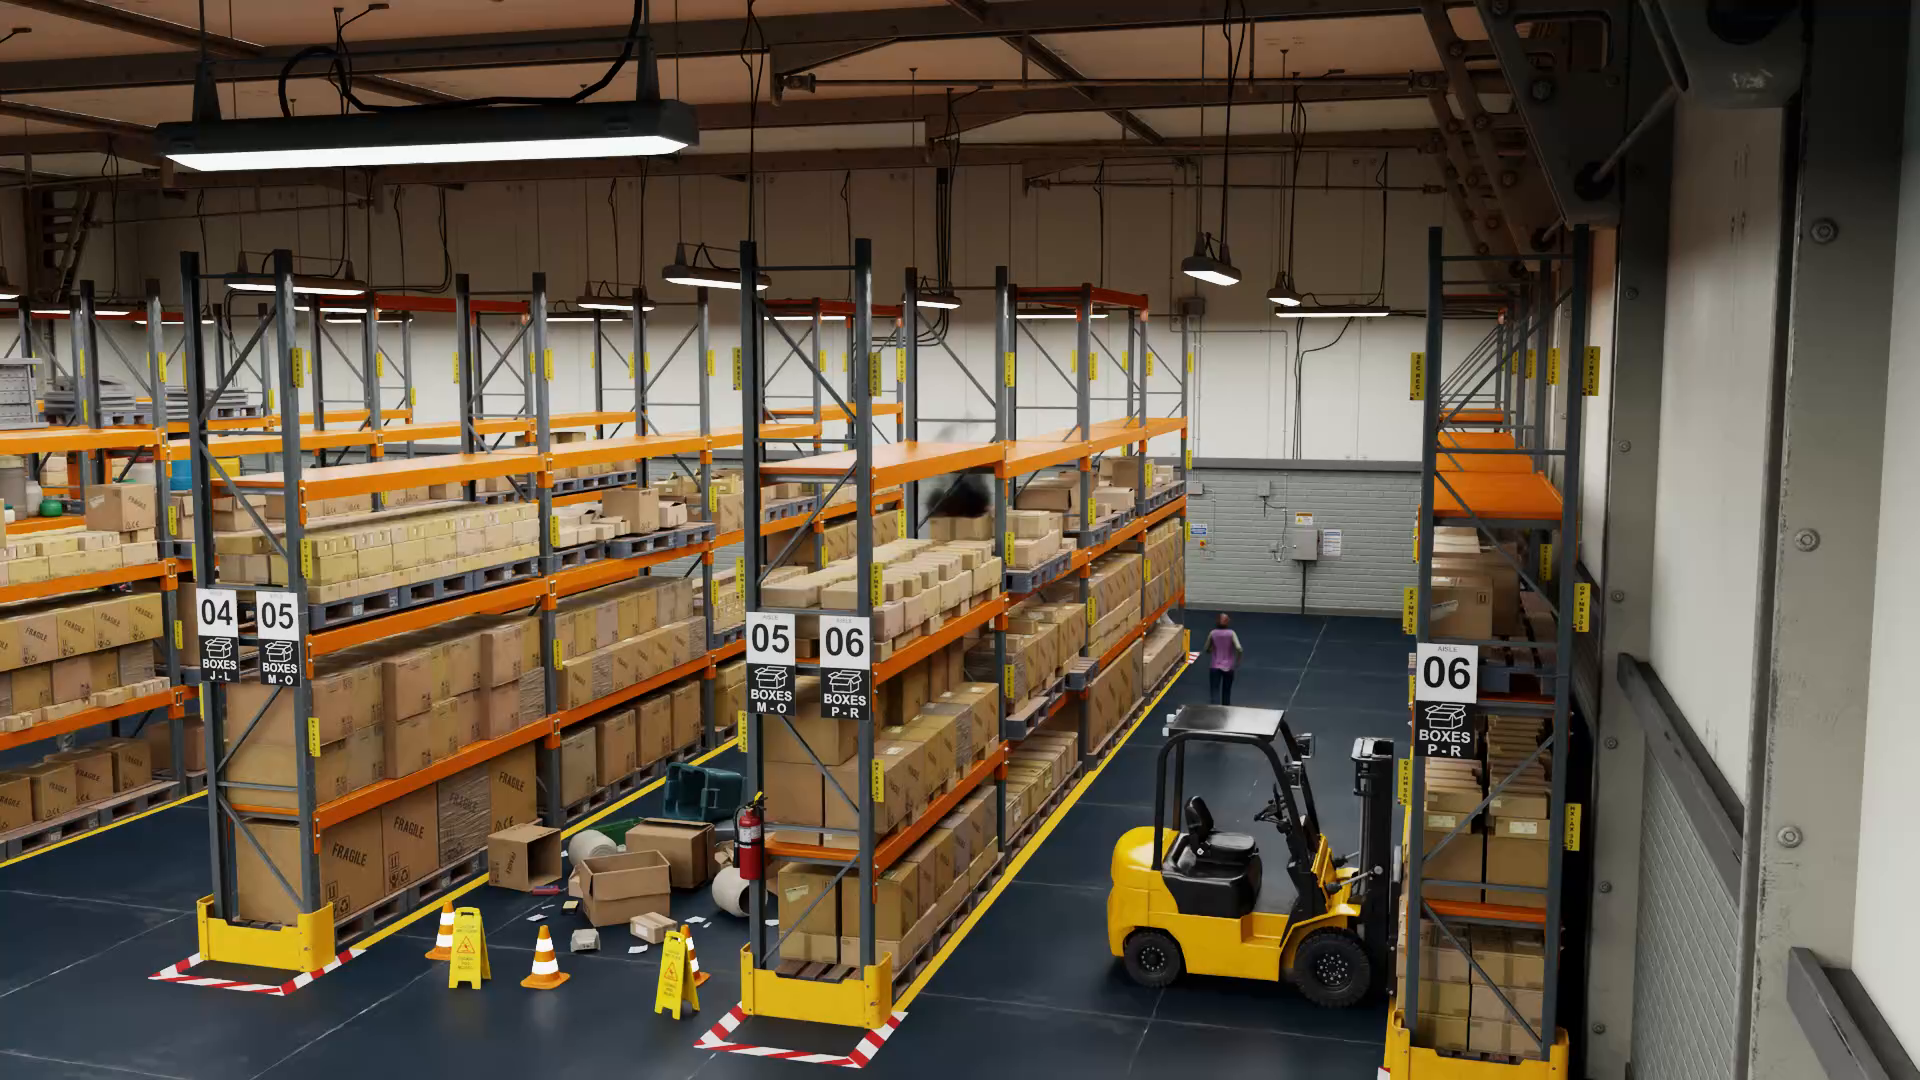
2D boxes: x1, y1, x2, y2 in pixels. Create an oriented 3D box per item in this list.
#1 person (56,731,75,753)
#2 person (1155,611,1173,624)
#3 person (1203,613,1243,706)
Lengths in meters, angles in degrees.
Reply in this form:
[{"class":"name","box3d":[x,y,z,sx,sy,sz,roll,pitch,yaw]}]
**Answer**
[{"class":"person","box3d":[-11.515,1.932,21.218,0.683,1.734,0.592,0,6,3]},{"class":"person","box3d":[3.540,1.008,29.448,0.668,1.788,0.701,4,7,30]},{"class":"person","box3d":[3.633,1.791,23.001,0.542,1.579,0.886,1,6,10]}]
